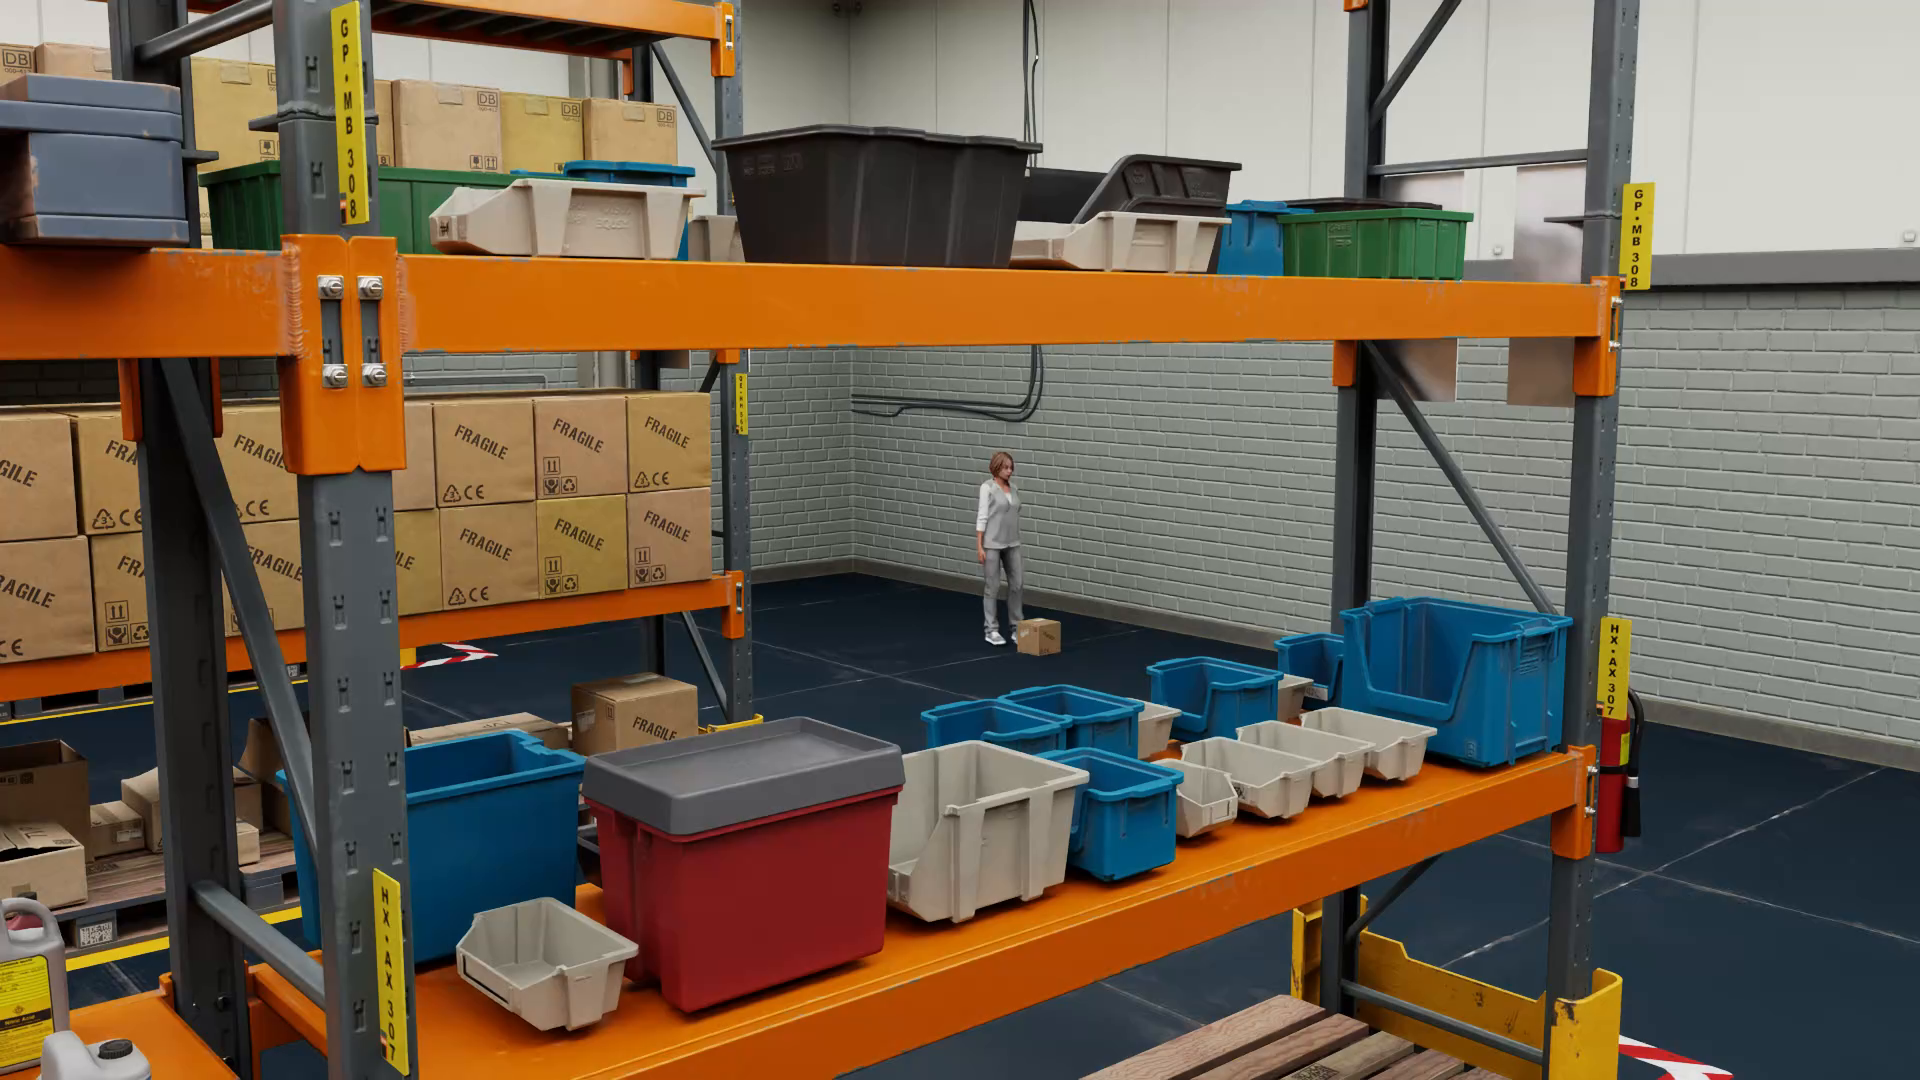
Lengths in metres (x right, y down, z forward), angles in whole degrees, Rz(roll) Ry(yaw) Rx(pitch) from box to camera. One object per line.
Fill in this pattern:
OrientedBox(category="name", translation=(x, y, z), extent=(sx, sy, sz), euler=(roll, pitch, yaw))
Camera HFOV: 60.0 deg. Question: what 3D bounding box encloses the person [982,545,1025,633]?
OrientedBox(category="person", translation=(0.345, 0.365, 13.841), extent=(0.383, 0.848, 0.298), euler=(-5, 9, -35))
